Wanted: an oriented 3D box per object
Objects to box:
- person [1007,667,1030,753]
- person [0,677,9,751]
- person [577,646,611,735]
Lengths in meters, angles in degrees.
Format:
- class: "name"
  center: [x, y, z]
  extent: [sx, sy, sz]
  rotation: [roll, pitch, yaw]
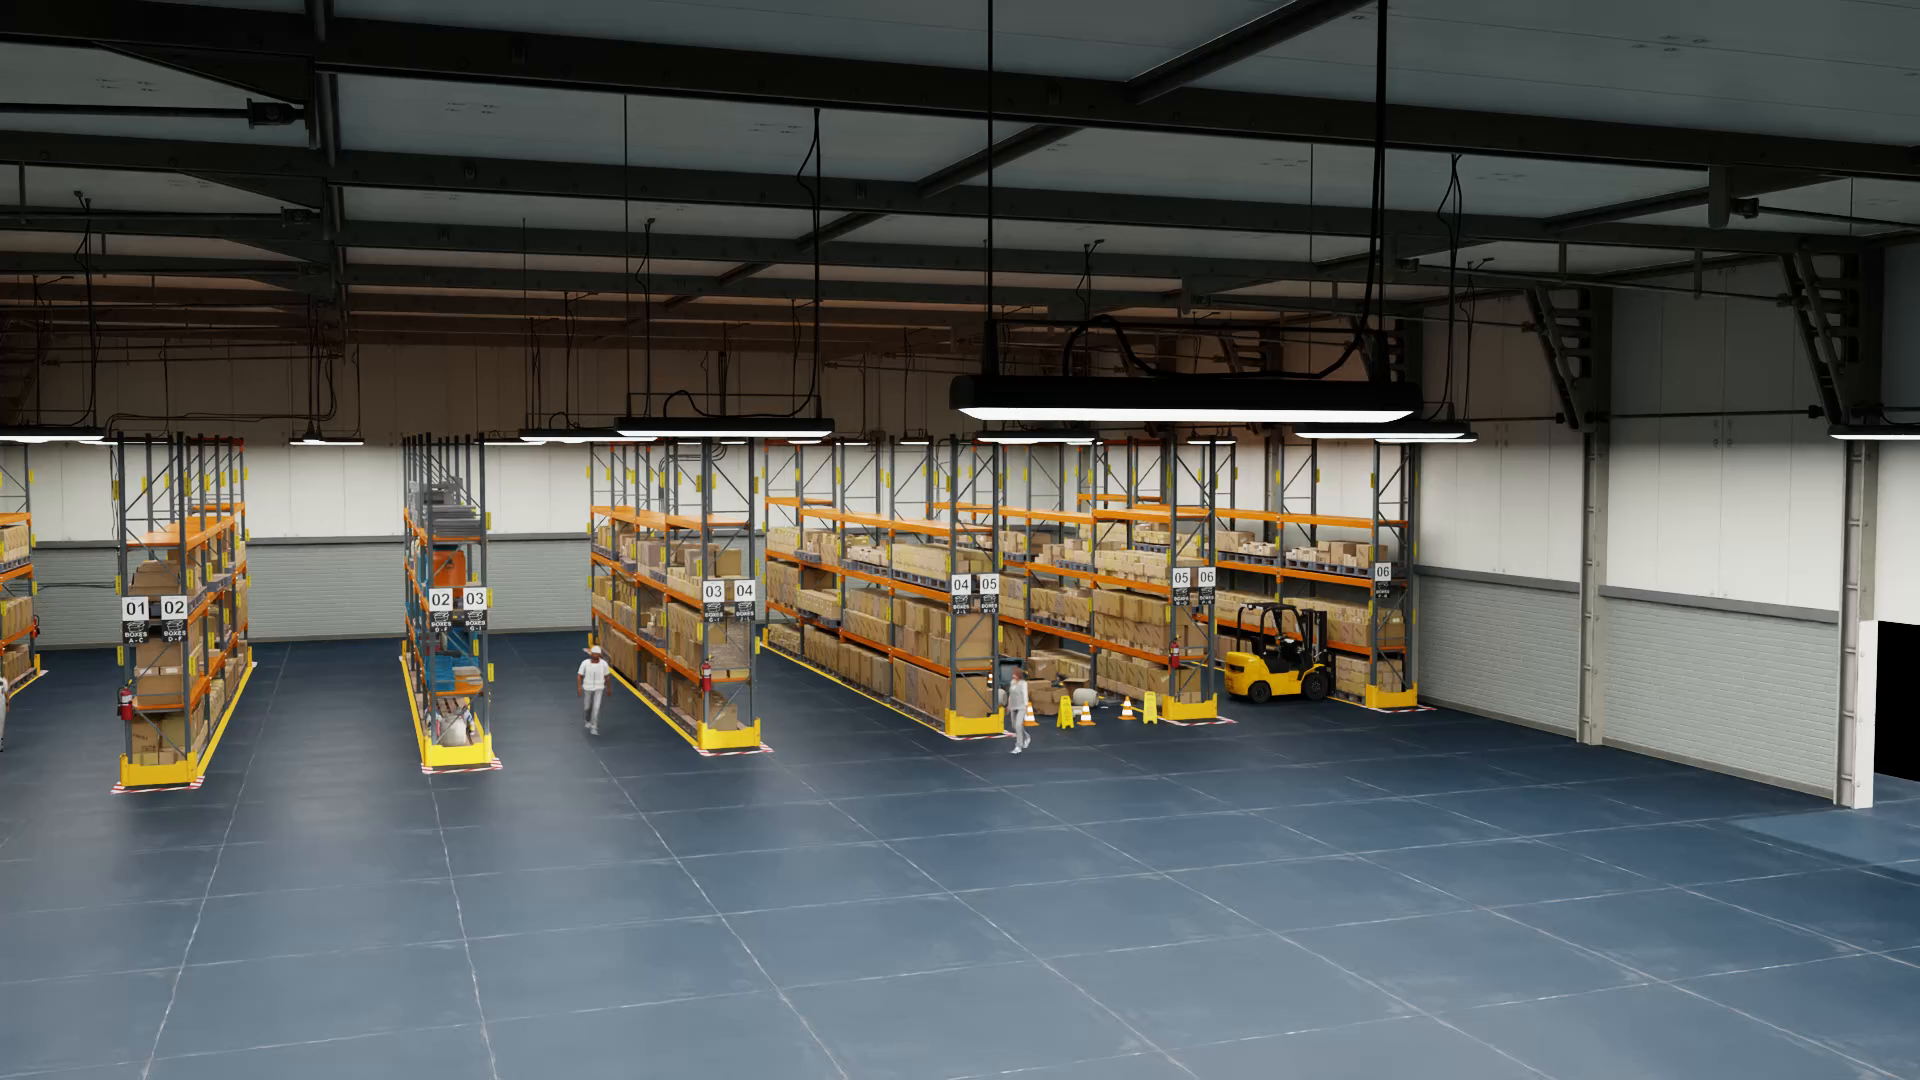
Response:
- class: "person"
  center: [1.138, 3.183, 31.338]
  extent: [0.684, 1.590, 0.402]
  rotation: [-3, 4, -42]
- class: "person"
  center: [-18.278, 3.161, 31.472]
  extent: [0.474, 1.601, 0.983]
  rotation: [-2, 4, -28]
- class: "person"
  center: [-7.358, 3.004, 33.453]
  extent: [0.677, 1.738, 0.847]
  rotation: [-1, 3, -18]
